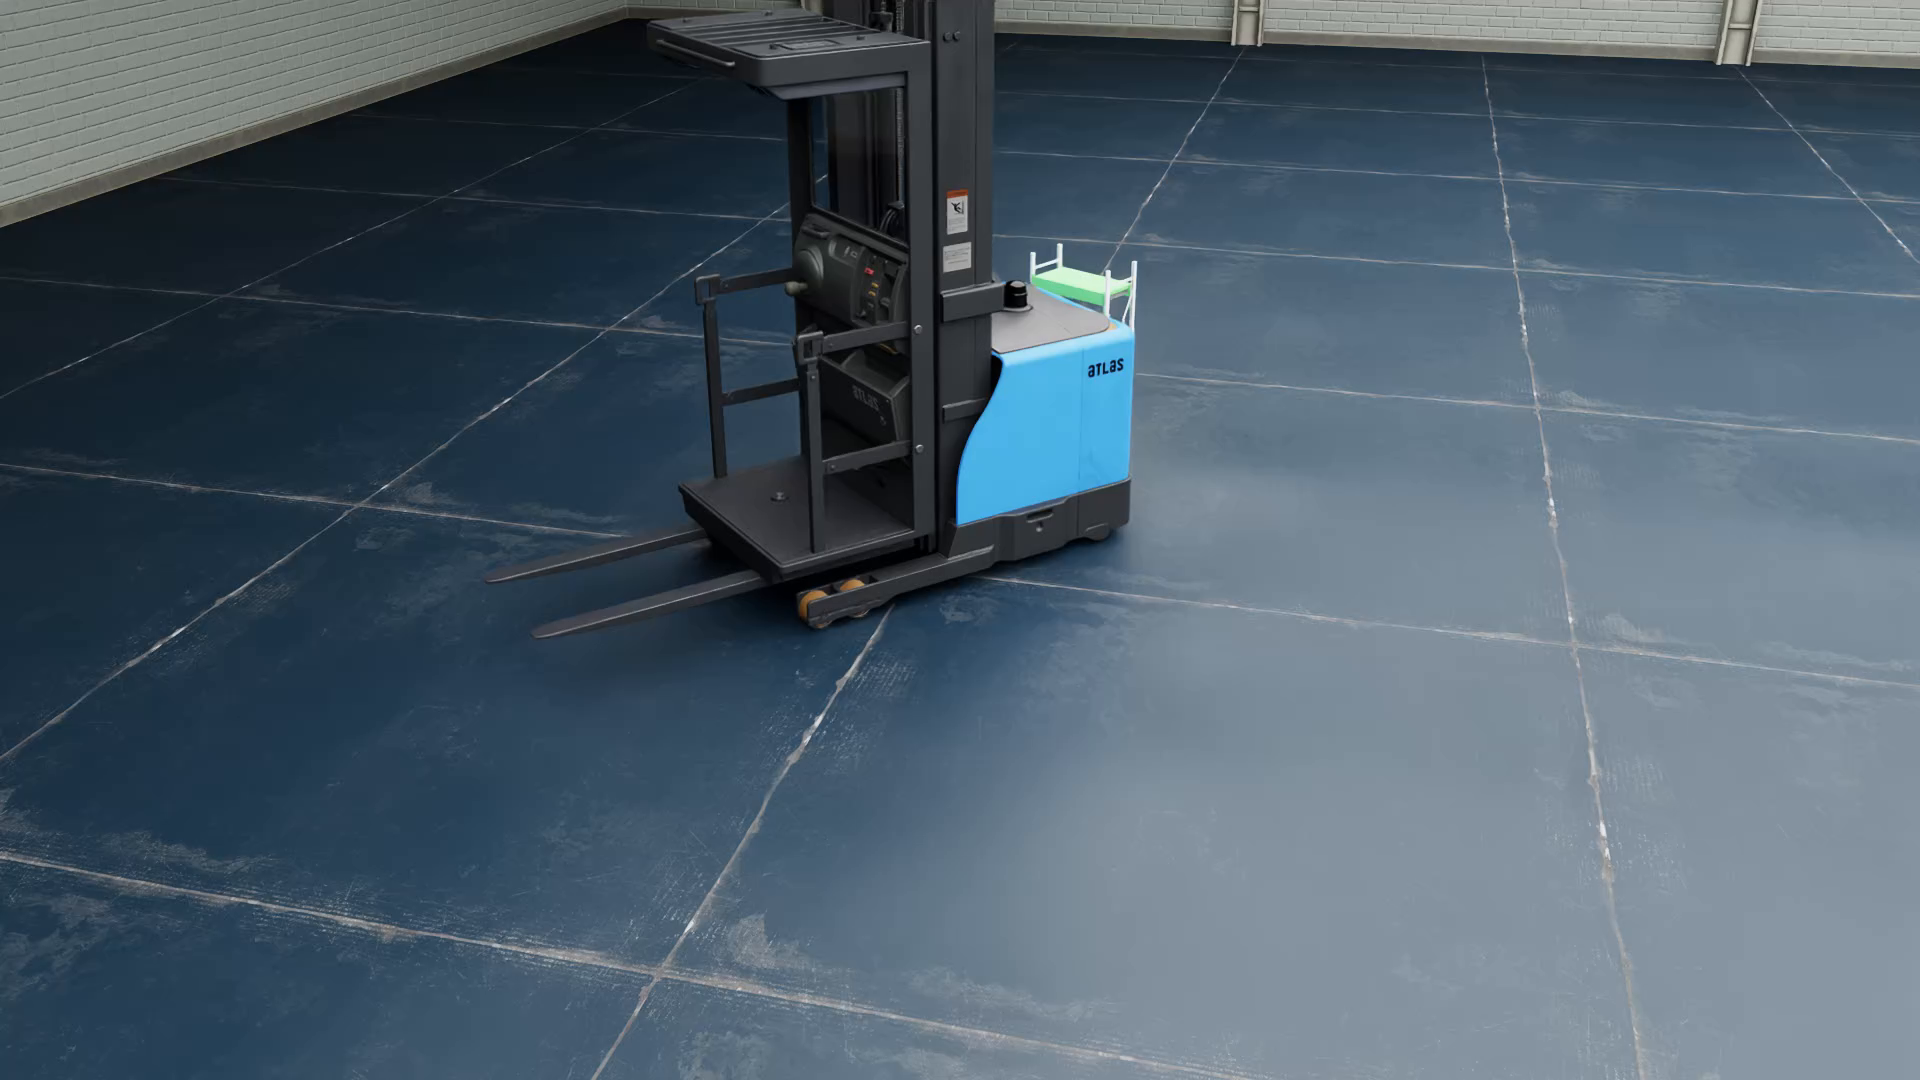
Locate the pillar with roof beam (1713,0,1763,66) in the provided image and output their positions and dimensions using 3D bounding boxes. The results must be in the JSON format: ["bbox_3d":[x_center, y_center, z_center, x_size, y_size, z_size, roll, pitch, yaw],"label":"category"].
[{"bbox_3d":[8.553,-8.223,15.053,0.400,9.000,9.100,6,26,13],"label":"pillar with roof beam"}]

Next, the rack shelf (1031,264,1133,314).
[{"bbox_3d":[0.630,-1.279,8.572,0.480,0.148,0.258,21,33,37],"label":"rack shelf"}]

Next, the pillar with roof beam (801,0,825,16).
[{"bbox_3d":[-3.069,-9.508,17.751,0.400,9.000,9.100,6,26,13],"label":"pillar with roof beam"}]

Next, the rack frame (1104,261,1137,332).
[{"bbox_3d":[0.810,-0.832,8.602,0.015,1.200,0.240,21,33,37],"label":"rack frame"}]

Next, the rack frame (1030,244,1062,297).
[{"bbox_3d":[0.449,-0.974,8.899,0.015,1.200,0.240,21,33,37],"label":"rack frame"}]

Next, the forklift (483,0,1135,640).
[{"bbox_3d":[-0.669,-1.188,7.336,3.031,2.935,1.130,-16,30,-29],"label":"forklift"}]

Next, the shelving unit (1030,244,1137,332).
[{"bbox_3d":[0.629,-0.903,8.750,0.503,1.200,0.258,21,33,37],"label":"shelving unit"}]

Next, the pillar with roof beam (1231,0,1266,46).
[{"bbox_3d":[2.742,-8.865,16.402,0.400,9.000,9.100,6,26,13],"label":"pillar with roof beam"}]
